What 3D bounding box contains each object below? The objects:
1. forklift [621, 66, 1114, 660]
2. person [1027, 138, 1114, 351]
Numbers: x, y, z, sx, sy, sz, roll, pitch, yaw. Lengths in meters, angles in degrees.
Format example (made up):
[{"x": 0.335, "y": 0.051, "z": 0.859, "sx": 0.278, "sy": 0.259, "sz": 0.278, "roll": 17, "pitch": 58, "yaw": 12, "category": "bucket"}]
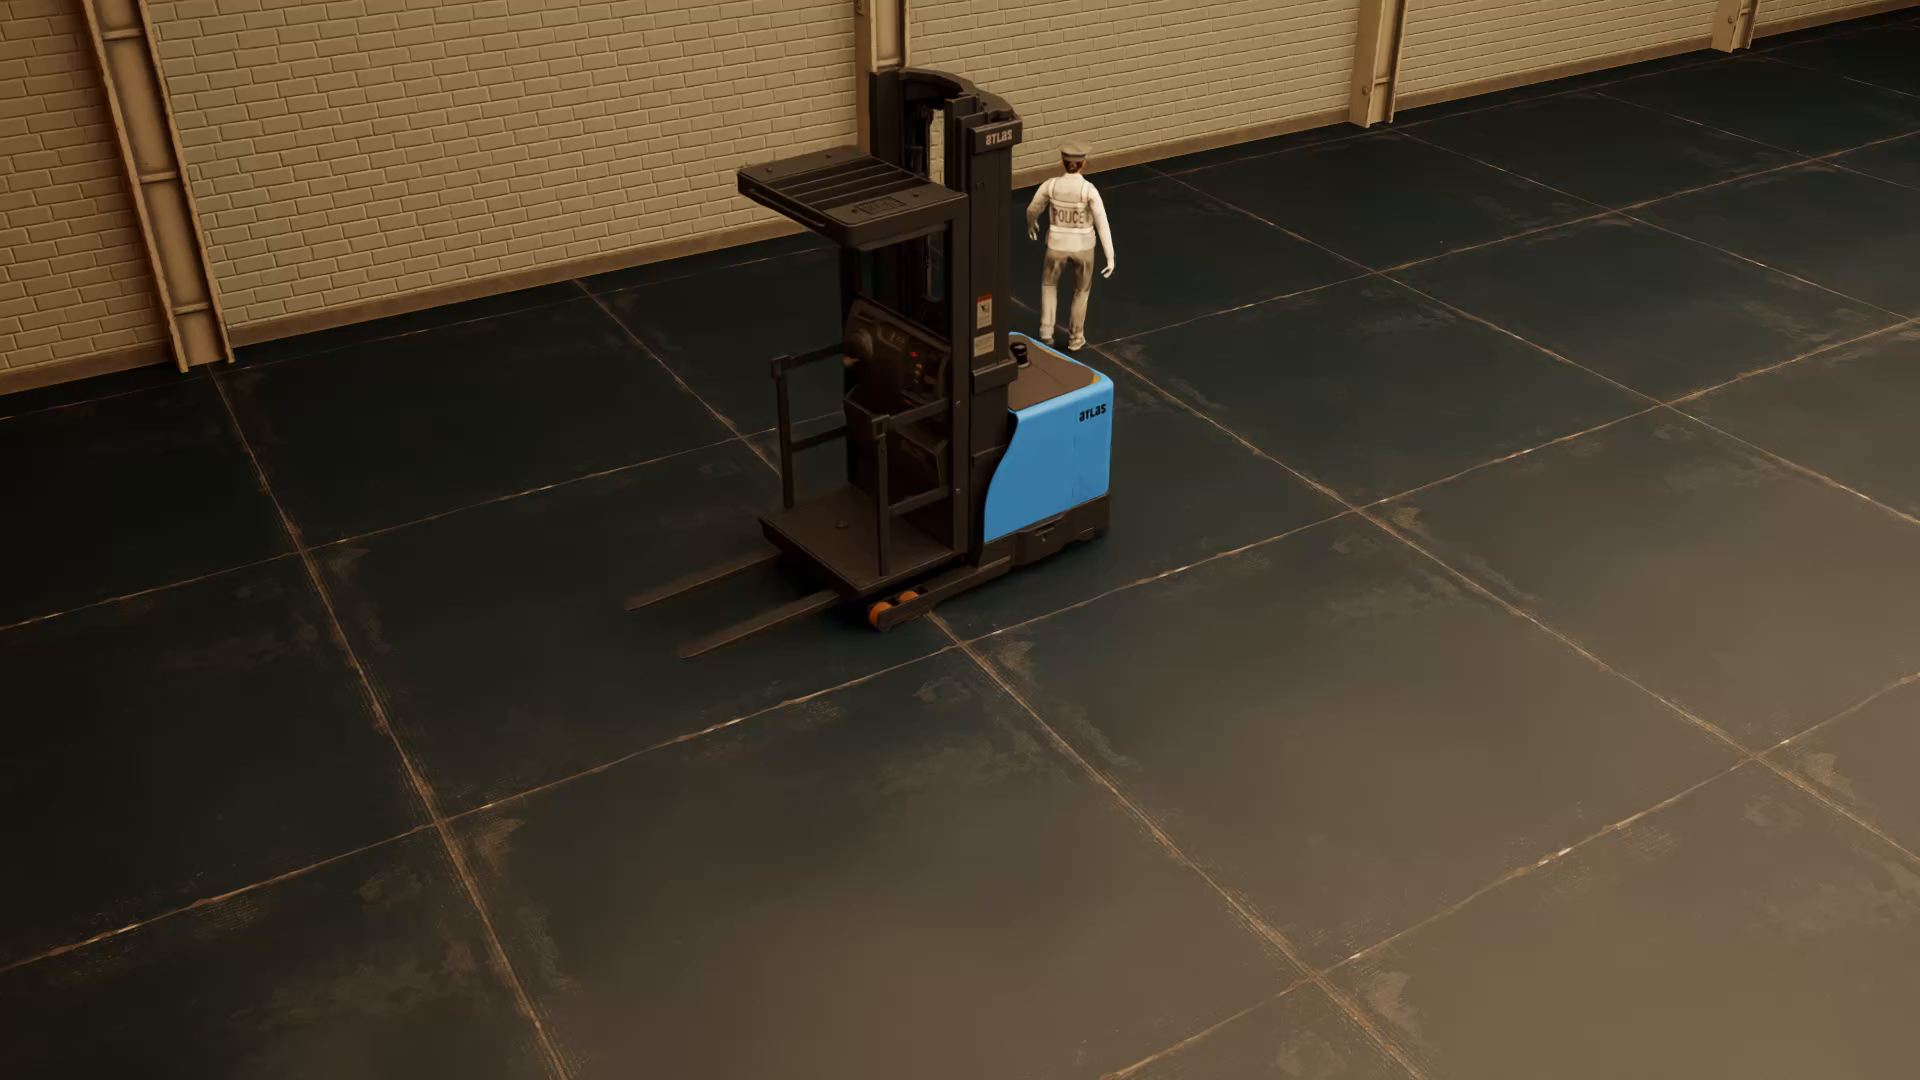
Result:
[{"x": -0.528, "y": -1.036, "z": 9.377, "sx": 3.031, "sy": 2.935, "sz": 1.130, "roll": -22, "pitch": 37, "yaw": -32, "category": "forklift"}, {"x": 0.823, "y": -2.184, "z": 12.550, "sx": 0.721, "sy": 1.651, "sz": 0.562, "roll": 7, "pitch": 32, "yaw": 11, "category": "person"}]
